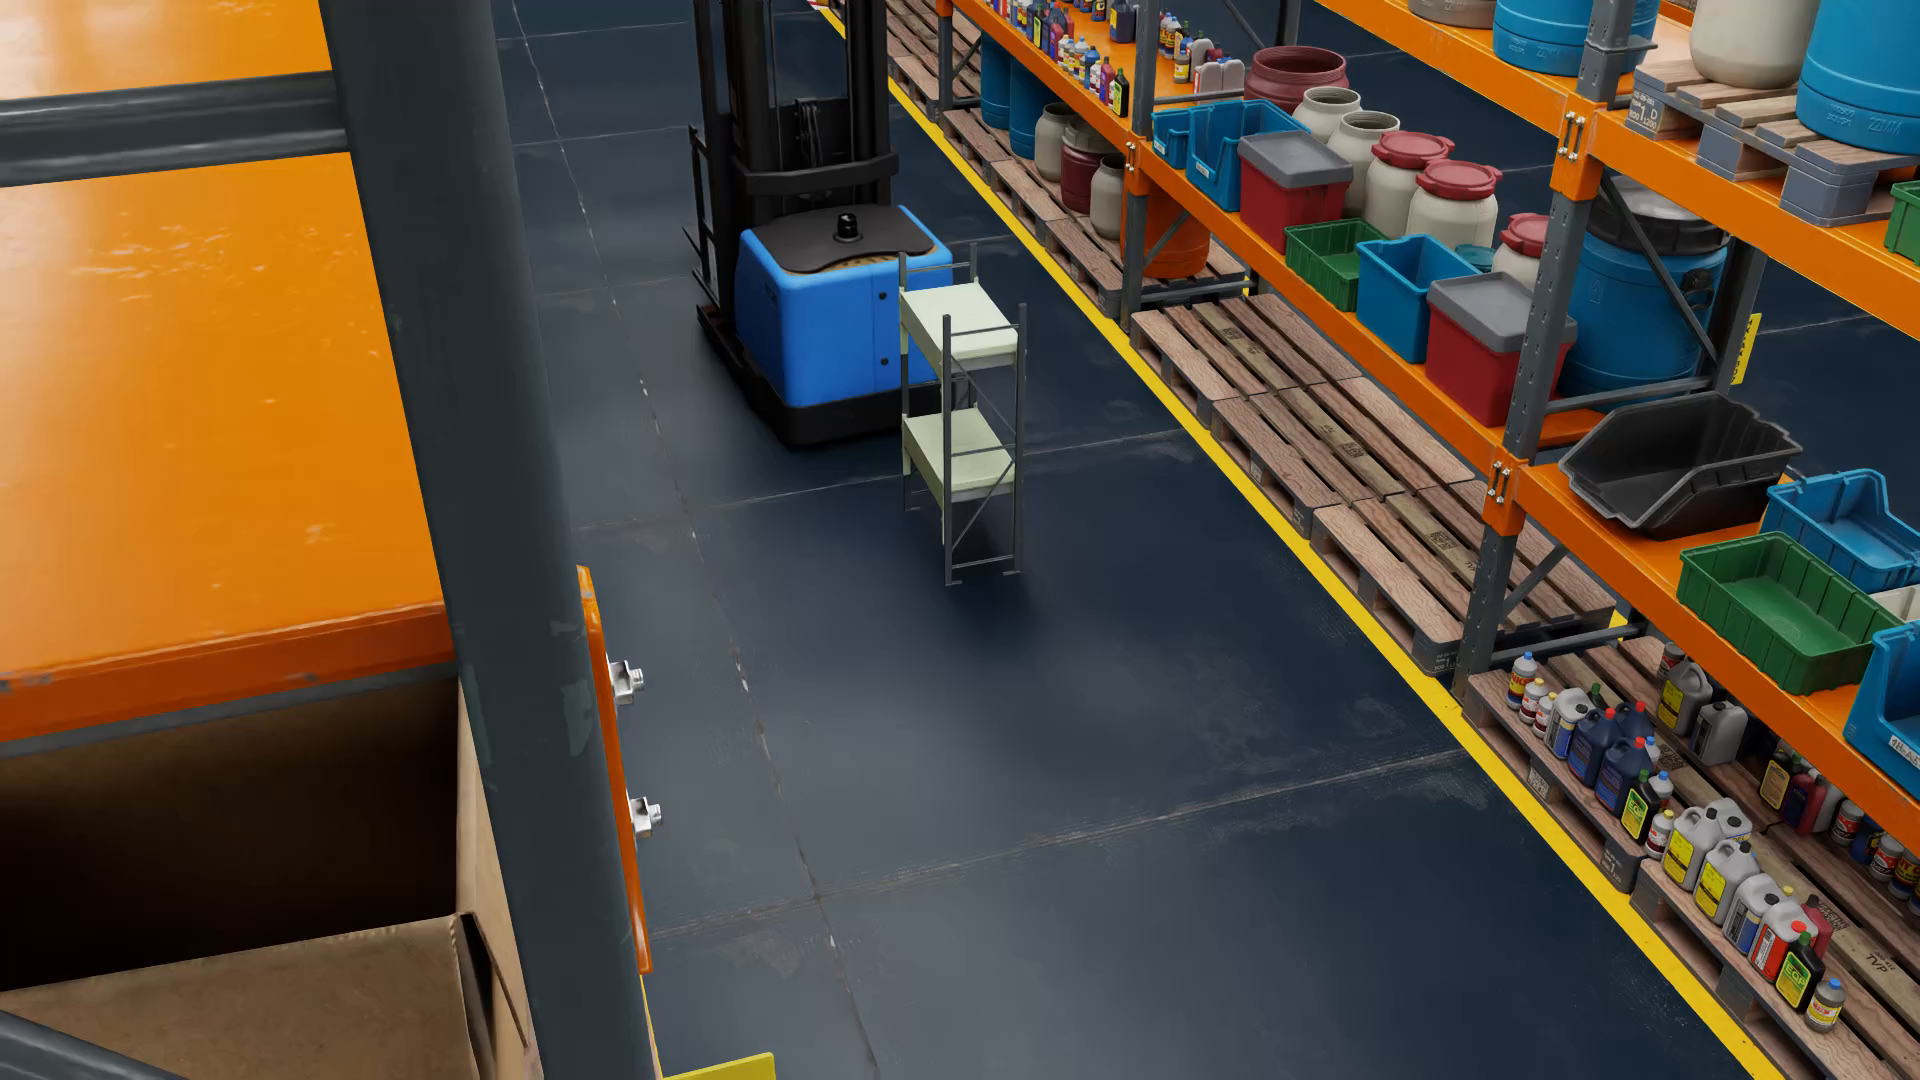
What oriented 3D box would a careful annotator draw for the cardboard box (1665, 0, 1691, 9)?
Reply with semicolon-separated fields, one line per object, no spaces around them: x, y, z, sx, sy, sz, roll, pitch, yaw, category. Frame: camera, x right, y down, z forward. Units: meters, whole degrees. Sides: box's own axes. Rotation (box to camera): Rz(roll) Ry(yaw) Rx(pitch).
5.558;-4.323;12.480;0.500;0.500;0.500;-11;35;-16;cardboard box

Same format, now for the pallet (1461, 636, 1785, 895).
2.921;0.927;7.155;1.003;0.211;1.213;-10;35;-15;pallet

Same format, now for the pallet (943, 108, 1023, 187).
0.511;-3.220;13.432;1.003;0.211;1.213;-10;35;-15;pallet

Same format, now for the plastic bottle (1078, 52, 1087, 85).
0.829;-3.092;10.888;0.097;0.201;0.097;0;33;0;plastic bottle

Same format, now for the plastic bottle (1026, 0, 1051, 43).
0.551;-3.674;11.633;0.144;0.351;0.185;-10;35;-15;plastic bottle

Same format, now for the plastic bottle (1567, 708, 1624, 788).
2.607;0.820;6.793;0.144;0.351;0.185;-9;35;-13;plastic bottle

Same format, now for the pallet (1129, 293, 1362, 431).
1.735;-1.119;10.252;1.003;0.211;1.213;-10;35;-15;pallet

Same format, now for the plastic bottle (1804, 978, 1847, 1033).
2.998;1.598;5.750;0.097;0.201;0.097;0;33;0;plastic bottle

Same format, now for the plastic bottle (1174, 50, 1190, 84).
1.457;-3.107;10.911;0.097;0.201;0.097;0;33;0;plastic bottle

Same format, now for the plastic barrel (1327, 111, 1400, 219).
2.181;-2.017;8.980;0.421;0.512;0.421;0;33;0;plastic barrel

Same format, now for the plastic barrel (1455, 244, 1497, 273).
2.498;-1.259;8.059;0.301;0.262;0.301;0;33;0;plastic barrel

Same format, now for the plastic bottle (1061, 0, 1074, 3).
0.826;-4.226;12.470;0.144;0.351;0.185;-10;35;-15;plastic bottle

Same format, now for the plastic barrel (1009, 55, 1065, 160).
0.681;-3.435;12.751;0.600;0.901;0.708;-10;35;-15;plastic barrel

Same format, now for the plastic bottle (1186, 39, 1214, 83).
1.570;-3.169;10.937;0.152;0.276;0.135;-10;35;-15;plastic bottle

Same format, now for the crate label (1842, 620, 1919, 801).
3.157;0.569;5.136;0.502;0.435;0.616;-10;35;-15;crate label

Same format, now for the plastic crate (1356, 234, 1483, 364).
2.123;-1.116;7.732;0.392;0.384;0.575;-10;35;-15;plastic crate

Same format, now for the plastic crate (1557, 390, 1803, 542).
2.794;-0.274;6.499;0.767;0.338;0.504;-10;35;-15;plastic crate

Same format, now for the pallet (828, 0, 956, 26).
-0.690;-5.293;16.569;1.003;0.211;1.213;-10;35;-15;pallet

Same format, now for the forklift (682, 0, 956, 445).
-1.059;-2.565;9.974;1.130;2.935;3.031;-13;36;-19;forklift

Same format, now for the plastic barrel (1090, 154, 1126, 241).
1.113;-2.368;11.489;0.421;0.512;0.421;0;33;0;plastic barrel

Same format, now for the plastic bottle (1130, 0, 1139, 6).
1.243;-3.769;11.778;0.144;0.351;0.185;-10;35;-15;plastic bottle

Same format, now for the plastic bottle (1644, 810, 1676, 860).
2.728;1.133;6.453;0.097;0.201;0.097;0;33;0;plastic bottle

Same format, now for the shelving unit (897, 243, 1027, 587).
0.002;-0.622;8.331;0.431;1.500;0.755;-10;35;-15;shelving unit

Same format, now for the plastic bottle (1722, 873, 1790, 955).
2.905;1.357;6.047;0.152;0.276;0.135;-11;35;-16;plastic bottle

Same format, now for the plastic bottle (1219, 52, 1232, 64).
1.702;-2.989;10.669;0.097;0.271;0.097;0;33;0;plastic bottle

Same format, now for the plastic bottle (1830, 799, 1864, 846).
3.492;1.092;6.516;0.097;0.201;0.097;0;33;0;plastic bottle

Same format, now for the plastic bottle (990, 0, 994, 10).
0.274;-4.046;12.333;0.097;0.201;0.097;0;33;0;plastic bottle

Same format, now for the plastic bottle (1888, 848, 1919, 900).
3.584;1.222;6.255;0.097;0.271;0.097;0;33;0;plastic bottle

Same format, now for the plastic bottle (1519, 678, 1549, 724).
2.466;0.683;7.135;0.097;0.201;0.097;0;33;0;plastic bottle

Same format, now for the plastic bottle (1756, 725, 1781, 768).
3.374;0.823;6.849;0.061;0.283;0.133;-8;34;-12;plastic bottle

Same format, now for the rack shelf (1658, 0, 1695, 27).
5.642;-4.279;13.157;1.077;0.370;4.000;-10;35;-15;rack shelf

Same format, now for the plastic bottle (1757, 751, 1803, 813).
3.294;0.945;6.664;0.061;0.283;0.133;-10;35;-15;plastic bottle

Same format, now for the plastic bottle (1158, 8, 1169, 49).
1.402;-3.543;11.497;0.061;0.283;0.133;-10;35;-15;plastic bottle

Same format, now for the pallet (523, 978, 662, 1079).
-0.934;0.745;2.261;1.003;0.211;1.213;-10;35;-15;pallet

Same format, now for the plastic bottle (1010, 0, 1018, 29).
0.447;-3.829;11.937;0.152;0.276;0.135;-10;35;-15;plastic bottle

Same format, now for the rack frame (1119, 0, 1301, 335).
1.536;-2.696;10.109;1.000;3.000;0.127;-10;35;-15;rack frame

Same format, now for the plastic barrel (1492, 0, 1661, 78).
2.394;-2.287;6.314;0.600;0.901;0.708;-10;35;-15;plastic barrel

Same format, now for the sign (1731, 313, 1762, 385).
3.283;-0.798;6.986;0.100;0.325;0.005;-10;35;-15;sign

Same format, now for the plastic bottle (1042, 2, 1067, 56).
0.648;-3.507;11.380;0.144;0.351;0.185;-10;35;-15;plastic bottle

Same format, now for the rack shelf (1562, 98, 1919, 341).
3.366;-0.497;4.713;1.077;0.370;4.000;-10;35;-15;rack shelf

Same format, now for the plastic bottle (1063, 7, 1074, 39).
0.738;-3.509;11.446;0.061;0.283;0.133;-10;35;-15;plastic bottle

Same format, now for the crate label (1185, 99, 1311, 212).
1.581;-2.143;9.241;0.502;0.435;0.616;-10;35;-15;crate label

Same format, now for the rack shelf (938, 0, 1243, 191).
0.925;-3.446;11.896;1.077;0.370;4.000;-10;35;-15;rack shelf

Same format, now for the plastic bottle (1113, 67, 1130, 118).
1.006;-2.788;10.354;0.061;0.283;0.133;-10;35;-15;plastic bottle

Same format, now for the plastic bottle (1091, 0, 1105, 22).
1.007;-3.910;12.063;0.097;0.271;0.097;0;33;0;plastic bottle

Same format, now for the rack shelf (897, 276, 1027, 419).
0.002;-0.948;8.116;0.431;0.370;0.720;-10;35;-15;rack shelf

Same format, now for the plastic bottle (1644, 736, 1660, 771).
2.766;0.908;6.730;0.097;0.271;0.097;0;33;0;plastic bottle

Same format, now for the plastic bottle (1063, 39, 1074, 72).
0.739;-3.245;11.120;0.097;0.201;0.097;0;33;0;plastic bottle

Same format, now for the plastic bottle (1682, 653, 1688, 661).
3.217;0.551;7.260;0.061;0.283;0.133;-8;34;-12;plastic bottle

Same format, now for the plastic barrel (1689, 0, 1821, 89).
2.700;-1.810;5.565;0.421;0.512;0.421;0;33;0;plastic barrel

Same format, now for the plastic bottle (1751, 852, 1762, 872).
2.952;1.258;6.264;0.097;0.201;0.097;0;33;0;plastic bottle

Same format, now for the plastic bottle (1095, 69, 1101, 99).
0.918;-2.938;10.656;0.097;0.201;0.097;0;33;0;plastic bottle

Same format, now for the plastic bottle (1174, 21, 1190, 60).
1.502;-3.371;11.236;0.061;0.283;0.133;-10;35;-15;plastic bottle
